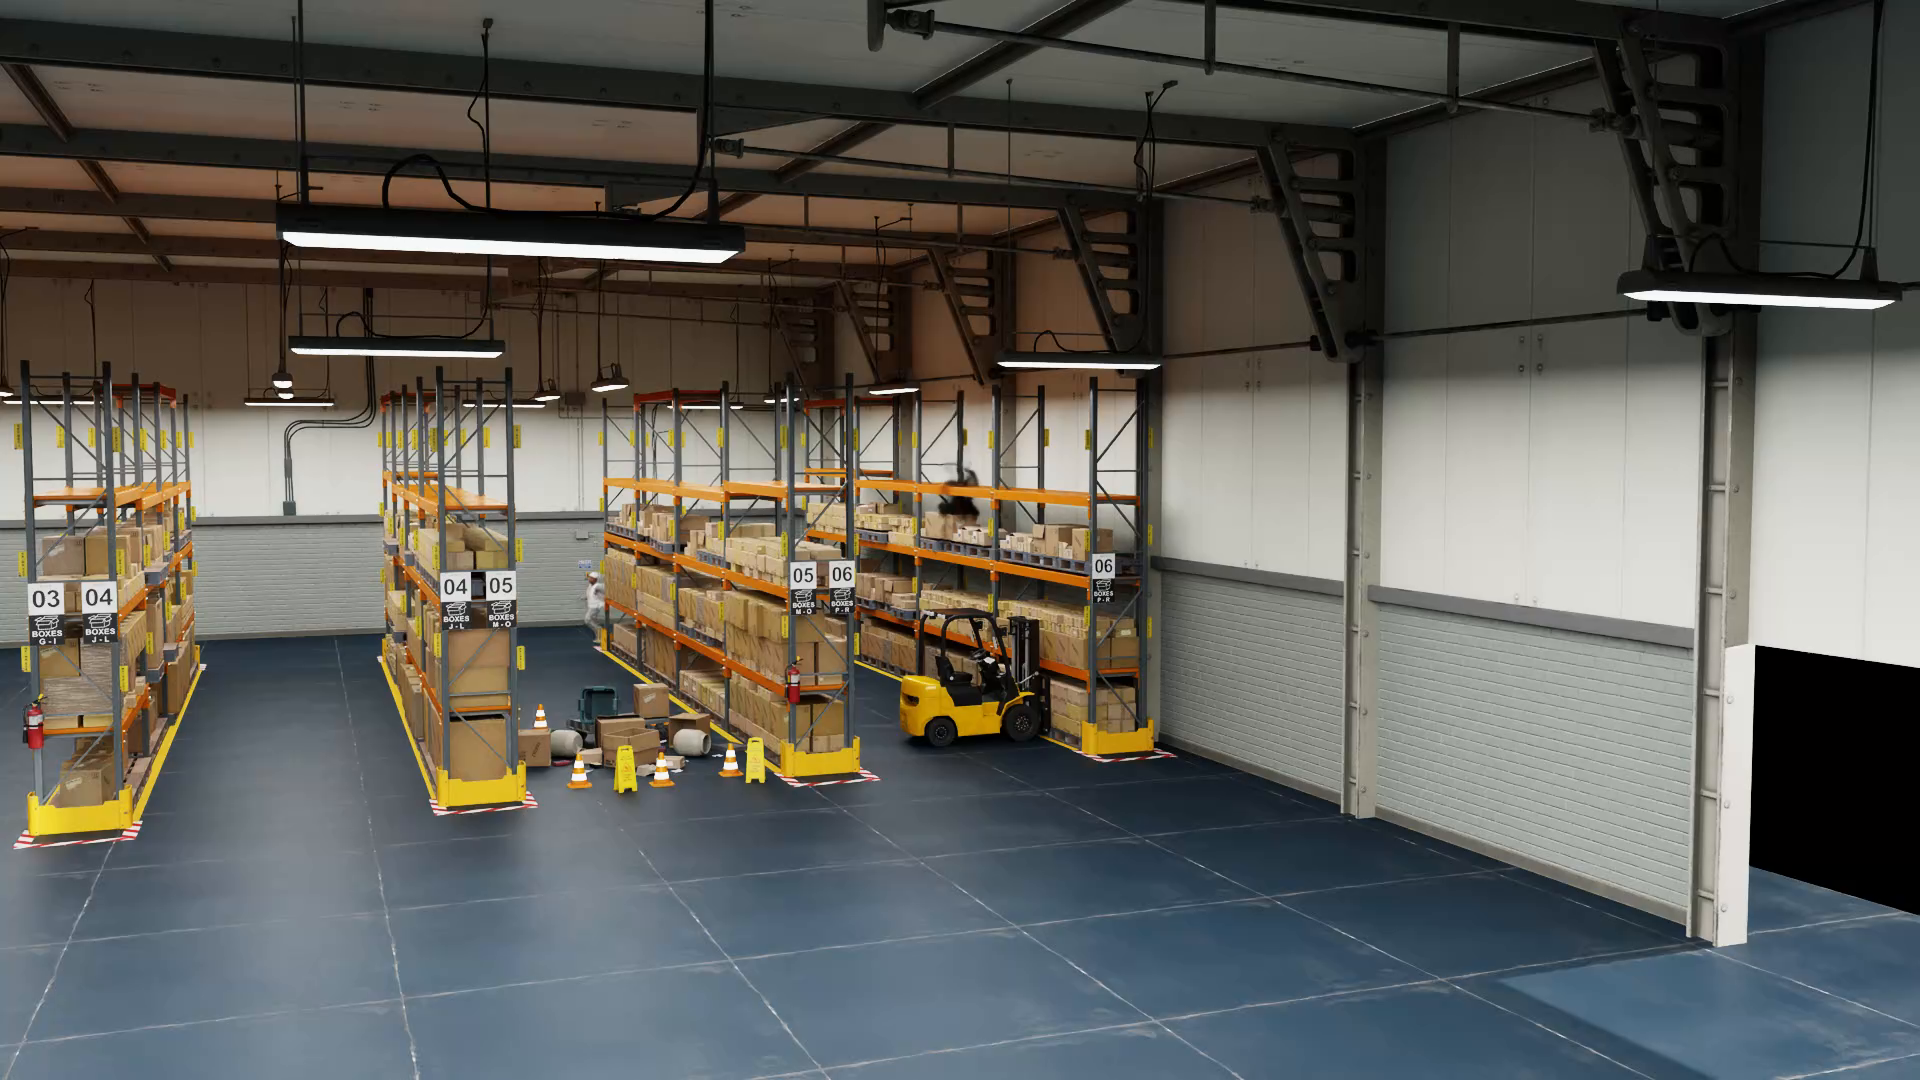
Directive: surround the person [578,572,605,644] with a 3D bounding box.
[{"bbox_3d":[-9.030,1.662,40.854,0.628,1.752,0.682,-2,4,-28],"label":"person"}]
